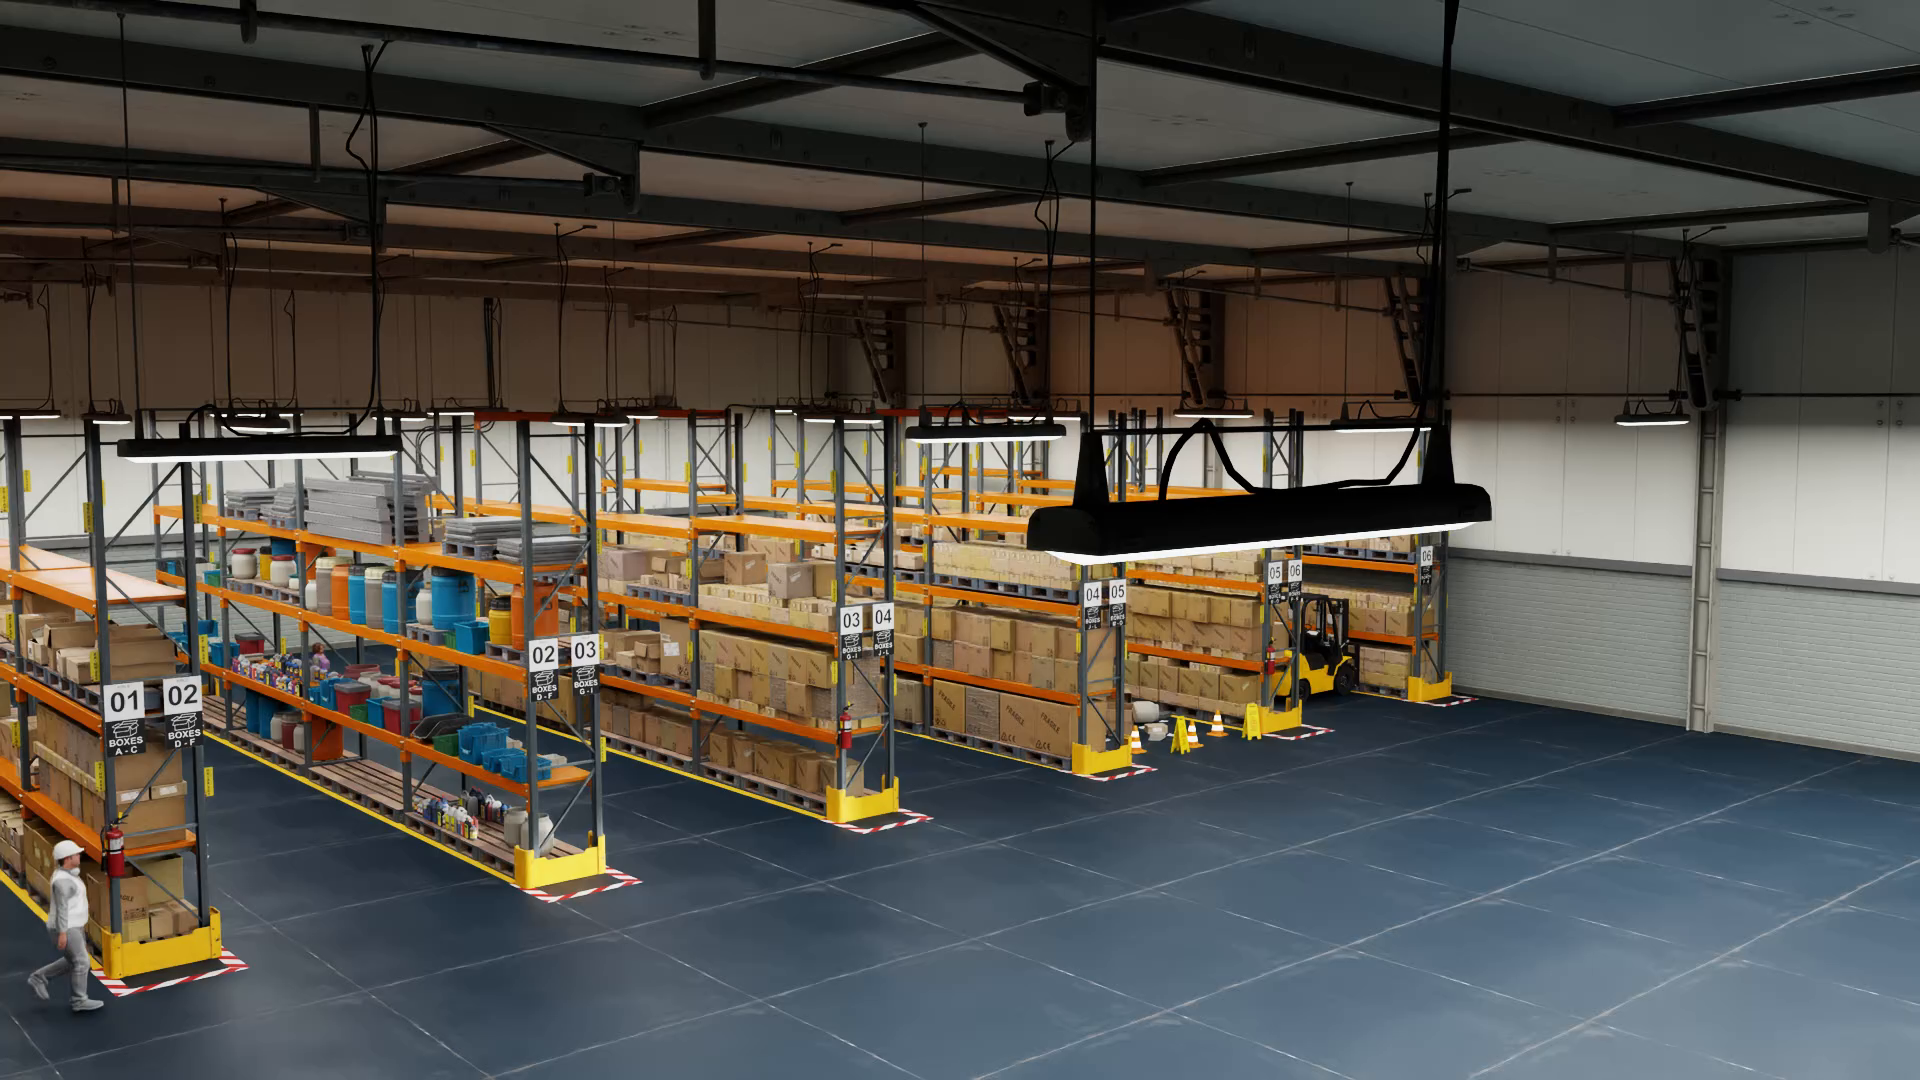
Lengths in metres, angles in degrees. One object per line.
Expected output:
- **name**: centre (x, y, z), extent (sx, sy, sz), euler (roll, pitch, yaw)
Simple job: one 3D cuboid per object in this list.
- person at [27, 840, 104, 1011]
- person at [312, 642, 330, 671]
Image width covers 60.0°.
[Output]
- **person**: centre (-9.197, 3.947, 17.015), extent (0.758, 1.754, 0.527), euler (-1, 5, -14)
- **person**: centre (-12.255, 2.731, 31.903), extent (0.441, 1.576, 0.415), euler (1, 5, 13)
